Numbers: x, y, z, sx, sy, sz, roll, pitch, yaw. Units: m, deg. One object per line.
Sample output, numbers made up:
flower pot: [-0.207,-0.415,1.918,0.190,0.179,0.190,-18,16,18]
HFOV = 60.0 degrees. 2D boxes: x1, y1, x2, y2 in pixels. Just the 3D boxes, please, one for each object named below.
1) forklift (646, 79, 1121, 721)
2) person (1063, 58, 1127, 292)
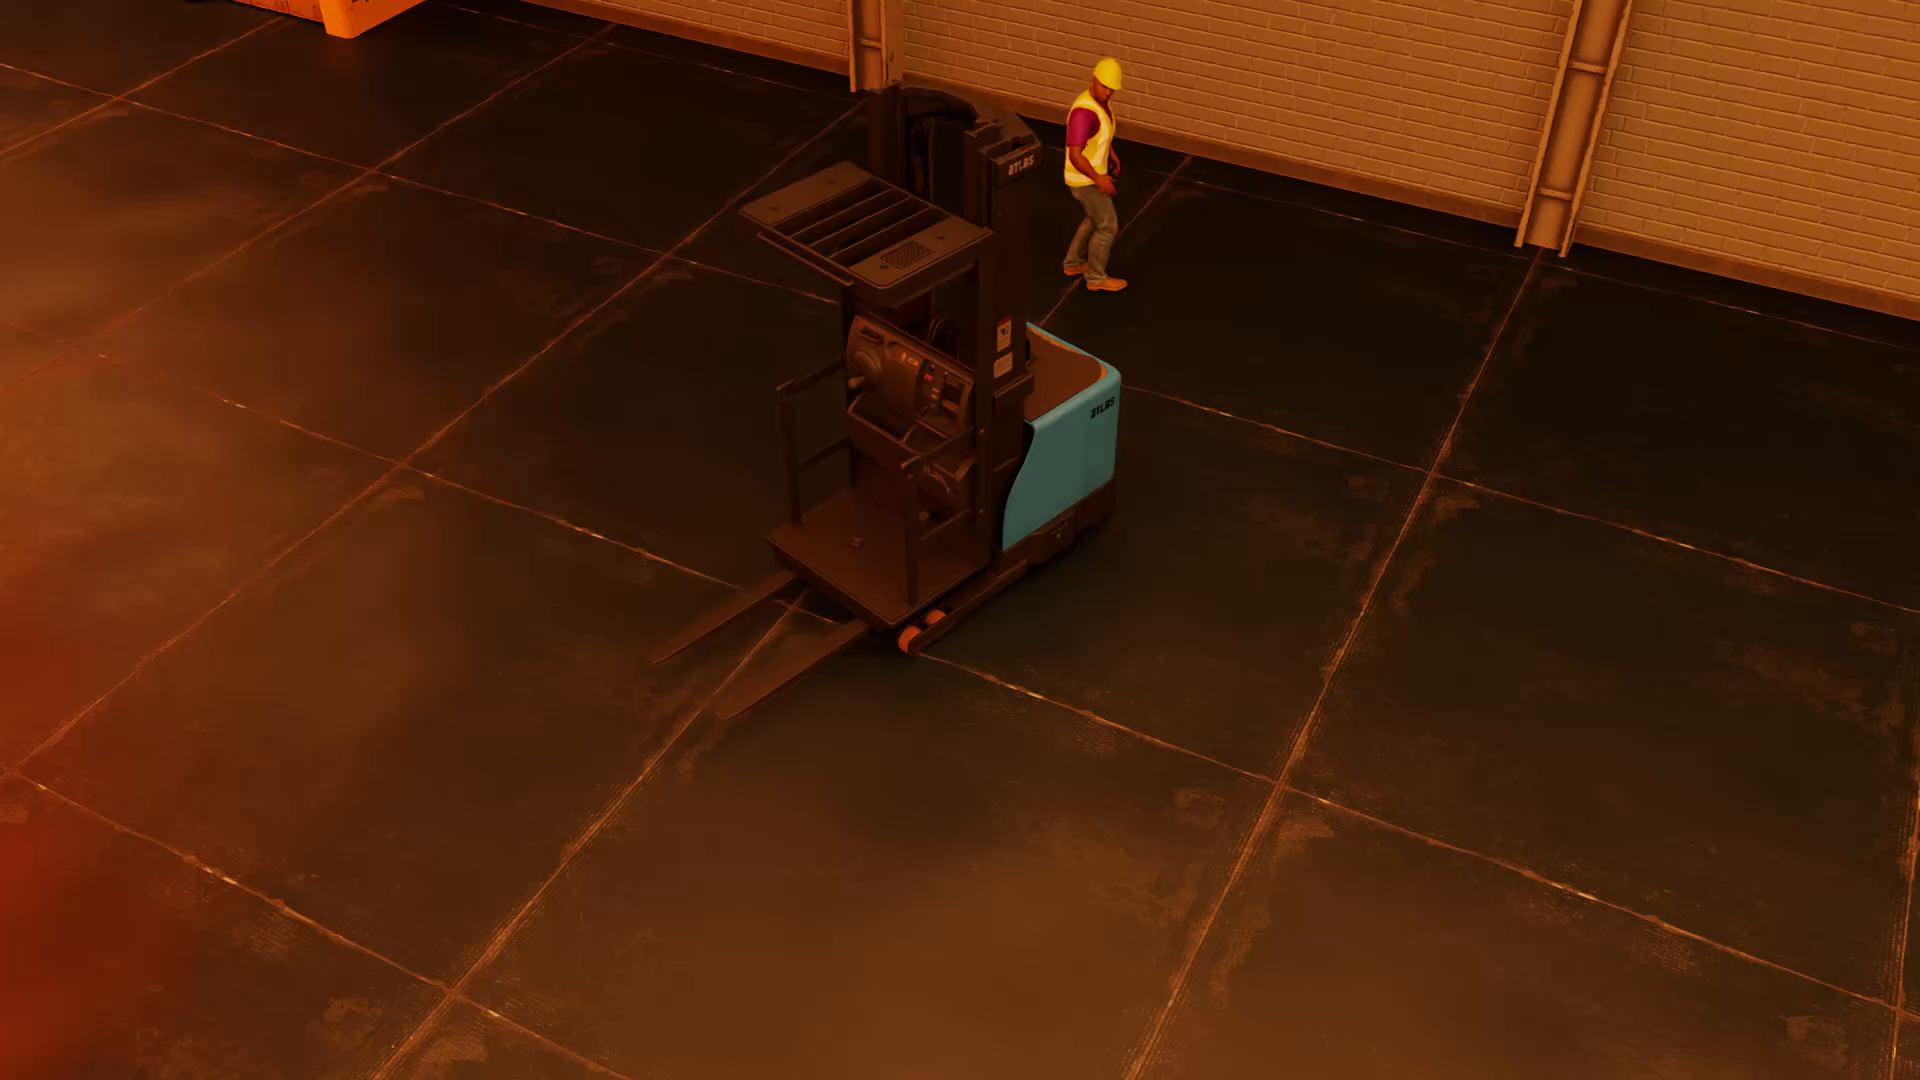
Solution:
forklift: [-0.428,-0.841,8.985,1.130,2.935,3.031,32,50,33]
person: [1.016,-2.659,12.093,0.510,1.716,0.778,4,40,4]
